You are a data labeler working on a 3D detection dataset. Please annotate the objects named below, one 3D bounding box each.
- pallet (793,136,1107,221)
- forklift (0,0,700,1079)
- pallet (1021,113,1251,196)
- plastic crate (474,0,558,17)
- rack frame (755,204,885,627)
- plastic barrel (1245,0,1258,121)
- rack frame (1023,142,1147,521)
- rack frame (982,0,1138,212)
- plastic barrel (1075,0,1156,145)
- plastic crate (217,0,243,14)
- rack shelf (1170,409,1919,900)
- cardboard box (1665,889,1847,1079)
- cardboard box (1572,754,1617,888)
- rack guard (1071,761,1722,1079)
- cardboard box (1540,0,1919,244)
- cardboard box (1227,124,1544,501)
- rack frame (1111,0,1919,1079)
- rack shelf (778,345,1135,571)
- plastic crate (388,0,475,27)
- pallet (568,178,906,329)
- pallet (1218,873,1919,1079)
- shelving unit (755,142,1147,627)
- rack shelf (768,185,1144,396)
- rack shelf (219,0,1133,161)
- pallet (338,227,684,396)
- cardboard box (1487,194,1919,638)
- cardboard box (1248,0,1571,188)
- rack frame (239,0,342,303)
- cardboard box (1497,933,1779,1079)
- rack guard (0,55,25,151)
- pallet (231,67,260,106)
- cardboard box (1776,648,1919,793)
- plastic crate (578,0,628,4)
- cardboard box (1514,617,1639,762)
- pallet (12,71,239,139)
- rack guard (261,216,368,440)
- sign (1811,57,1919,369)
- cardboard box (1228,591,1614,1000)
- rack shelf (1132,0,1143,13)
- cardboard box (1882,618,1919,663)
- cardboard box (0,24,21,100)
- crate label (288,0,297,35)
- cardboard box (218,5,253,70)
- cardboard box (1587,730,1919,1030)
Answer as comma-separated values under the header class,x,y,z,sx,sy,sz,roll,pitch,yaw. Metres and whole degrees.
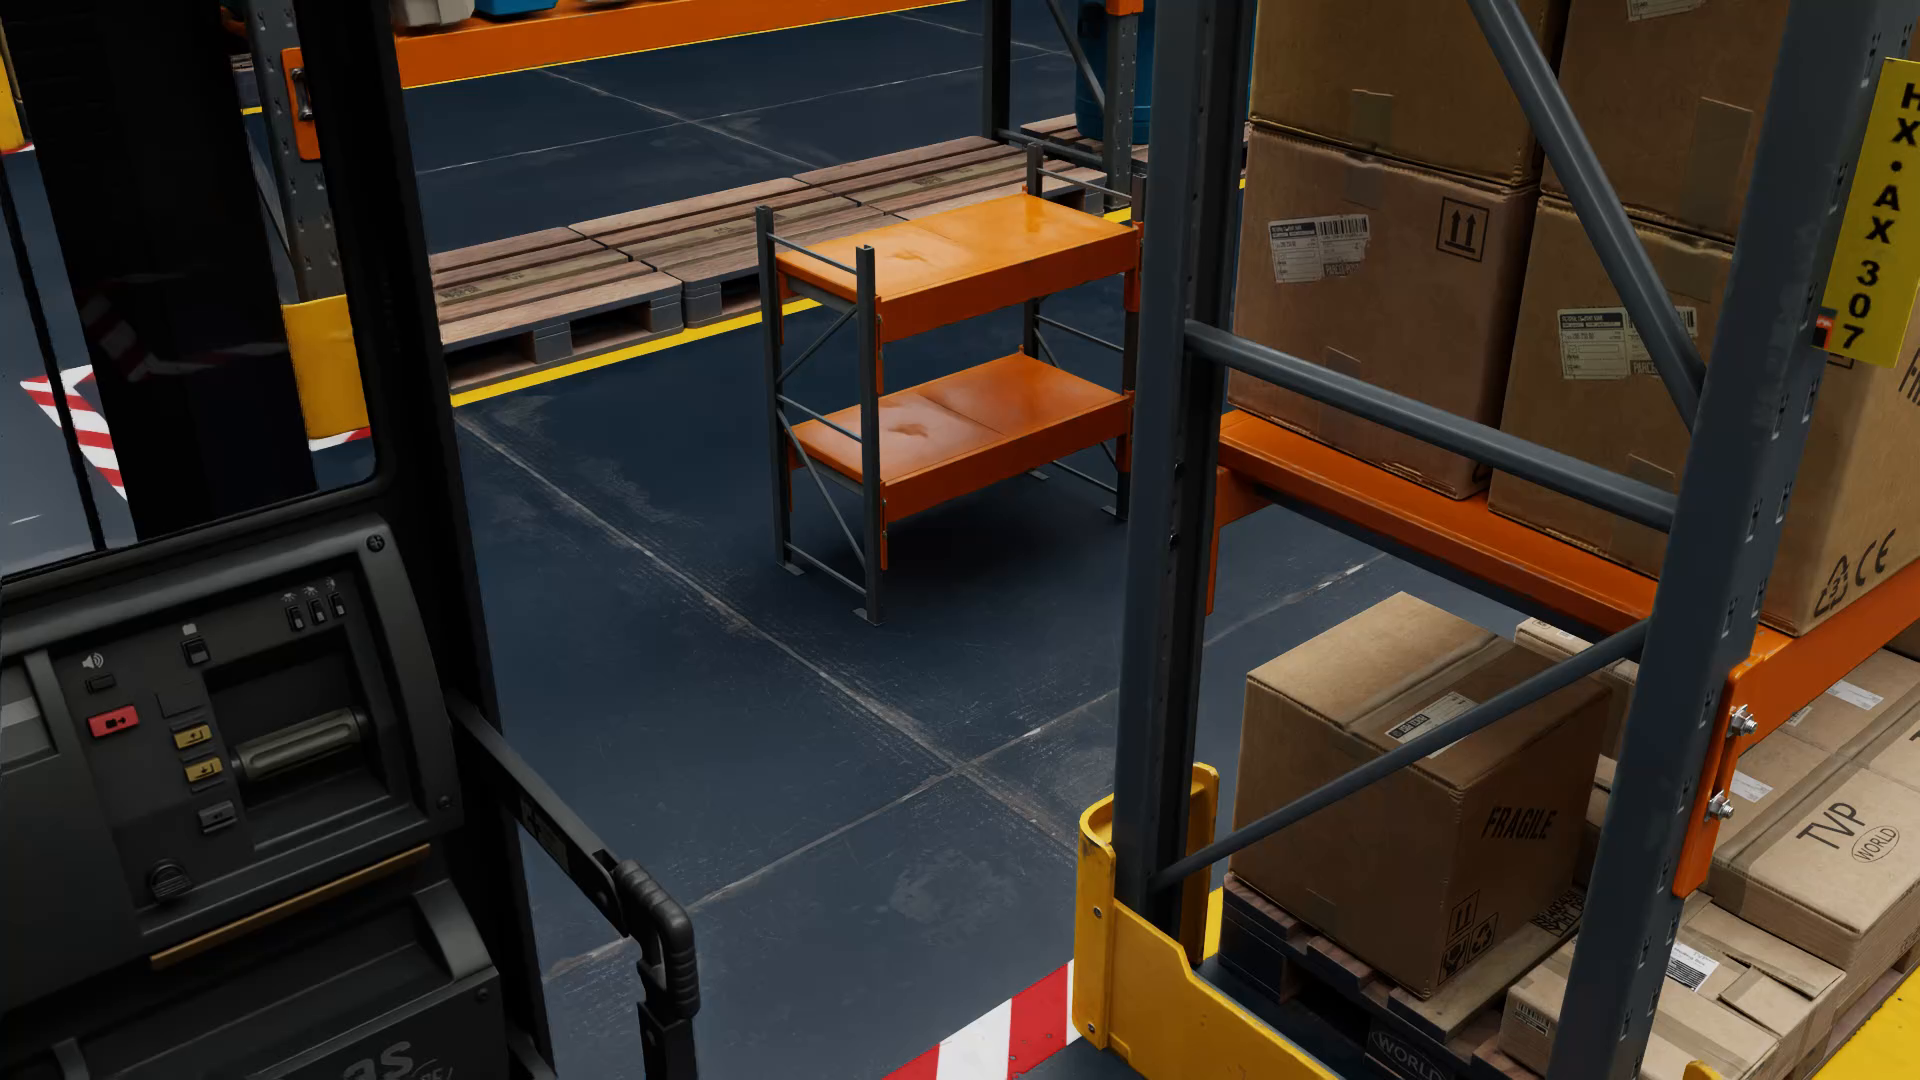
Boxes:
class,x,y,z,sx,sy,sz,roll,pitch,yaw
pallet,-0.049,-1.696,8.200,1.213,0.211,1.003,-22,35,-35
forklift,-0.867,0.313,1.554,1.130,2.935,3.031,-21,34,-33
pallet,1.099,-2.156,9.061,1.213,0.211,1.003,-22,35,-35
plastic crate,-1.655,-2.053,6.022,0.300,0.233,0.416,-22,35,-35
rack frame,-0.392,-0.339,4.690,0.032,1.125,0.500,-22,35,-35
plastic barrel,1.449,-2.801,9.090,0.708,0.901,0.600,-22,35,-35
rack frame,0.382,-0.650,5.272,0.032,1.125,0.500,-22,35,-35
rack frame,0.485,-3.165,7.990,0.127,3.000,1.000,-22,35,-35
plastic barrel,0.910,-2.585,8.685,0.708,0.901,0.600,-22,35,-35
plastic crate,-2.424,-2.153,5.994,0.499,0.435,0.616,-22,35,-35
rack shelf,2.176,-0.458,3.689,4.000,0.370,1.077,-22,35,-35
cardboard box,1.386,0.810,3.091,0.250,0.166,0.380,-22,35,-35
cardboard box,1.275,0.545,3.586,0.250,0.166,0.380,-22,35,-35
rack guard,0.712,0.915,3.007,0.348,0.500,1.175,-22,35,-35
cardboard box,1.163,-0.690,2.192,0.500,0.500,0.500,-21,34,-33
cardboard box,0.818,-0.443,2.790,0.500,0.500,0.500,-21,34,-33
rack frame,0.654,-0.164,2.374,0.127,3.000,1.000,-22,35,-35
rack shelf,-0.005,-0.278,5.096,1.000,0.278,0.538,-22,35,-35
plastic crate,-1.859,-1.877,5.796,0.298,0.136,0.250,-22,35,-35
pallet,-0.978,-1.321,7.498,1.213,0.211,1.003,-22,35,-35
pallet,1.318,0.799,3.532,1.213,0.211,1.003,-22,35,-35
shelving unit,-0.005,-0.494,4.981,1.048,1.125,0.538,-22,35,-35
rack shelf,-0.005,-0.752,4.843,1.000,0.278,0.538,-22,35,-35
rack shelf,-1.036,-2.236,7.014,4.000,0.370,1.077,-22,35,-35
pallet,-1.905,-0.950,6.803,1.213,0.211,1.003,-22,35,-35
cardboard box,1.163,-0.249,2.428,0.500,0.500,0.500,-21,35,-34
cardboard box,0.814,-0.884,2.554,0.500,0.500,0.500,-22,35,-35
rack frame,-2.558,-1.941,5.700,0.127,3.000,1.000,-22,35,-35
cardboard box,1.196,0.895,2.952,0.250,0.149,0.380,-22,35,-35
rack guard,-5.791,-2.607,9.598,0.348,0.500,1.175,-22,35,-35
pallet,-4.287,-3.131,10.885,1.213,0.211,1.003,-22,35,-35
cardboard box,2.013,0.484,3.612,0.500,0.250,0.500,-22,35,-35
plastic crate,-1.342,-2.085,6.185,0.298,0.136,0.250,-22,35,-35
cardboard box,1.650,0.320,3.919,0.500,0.250,0.500,-22,35,-35
pallet,-5.215,-2.760,10.190,1.213,0.211,1.003,-22,35,-35
rack guard,-2.568,-0.827,6.267,0.348,0.500,1.175,-22,35,-35
sign,1.007,-0.351,1.806,0.005,0.325,0.100,-22,35,-35
cardboard box,0.908,0.490,3.336,0.500,0.500,0.500,-22,35,-35
rack shelf,2.007,-3.459,9.304,4.000,0.370,1.077,-22,35,-35
cardboard box,2.271,0.096,4.070,0.637,0.503,0.797,-22,35,-35
cardboard box,-5.338,-3.190,9.845,0.875,0.875,0.875,-22,35,-35
crate label,-2.156,-1.851,5.646,0.303,0.233,0.416,-22,35,-35
cardboard box,-4.645,-3.468,10.366,0.875,0.875,0.875,-22,35,-35
cardboard box,1.632,0.637,3.326,0.500,0.250,0.500,-22,35,-35
